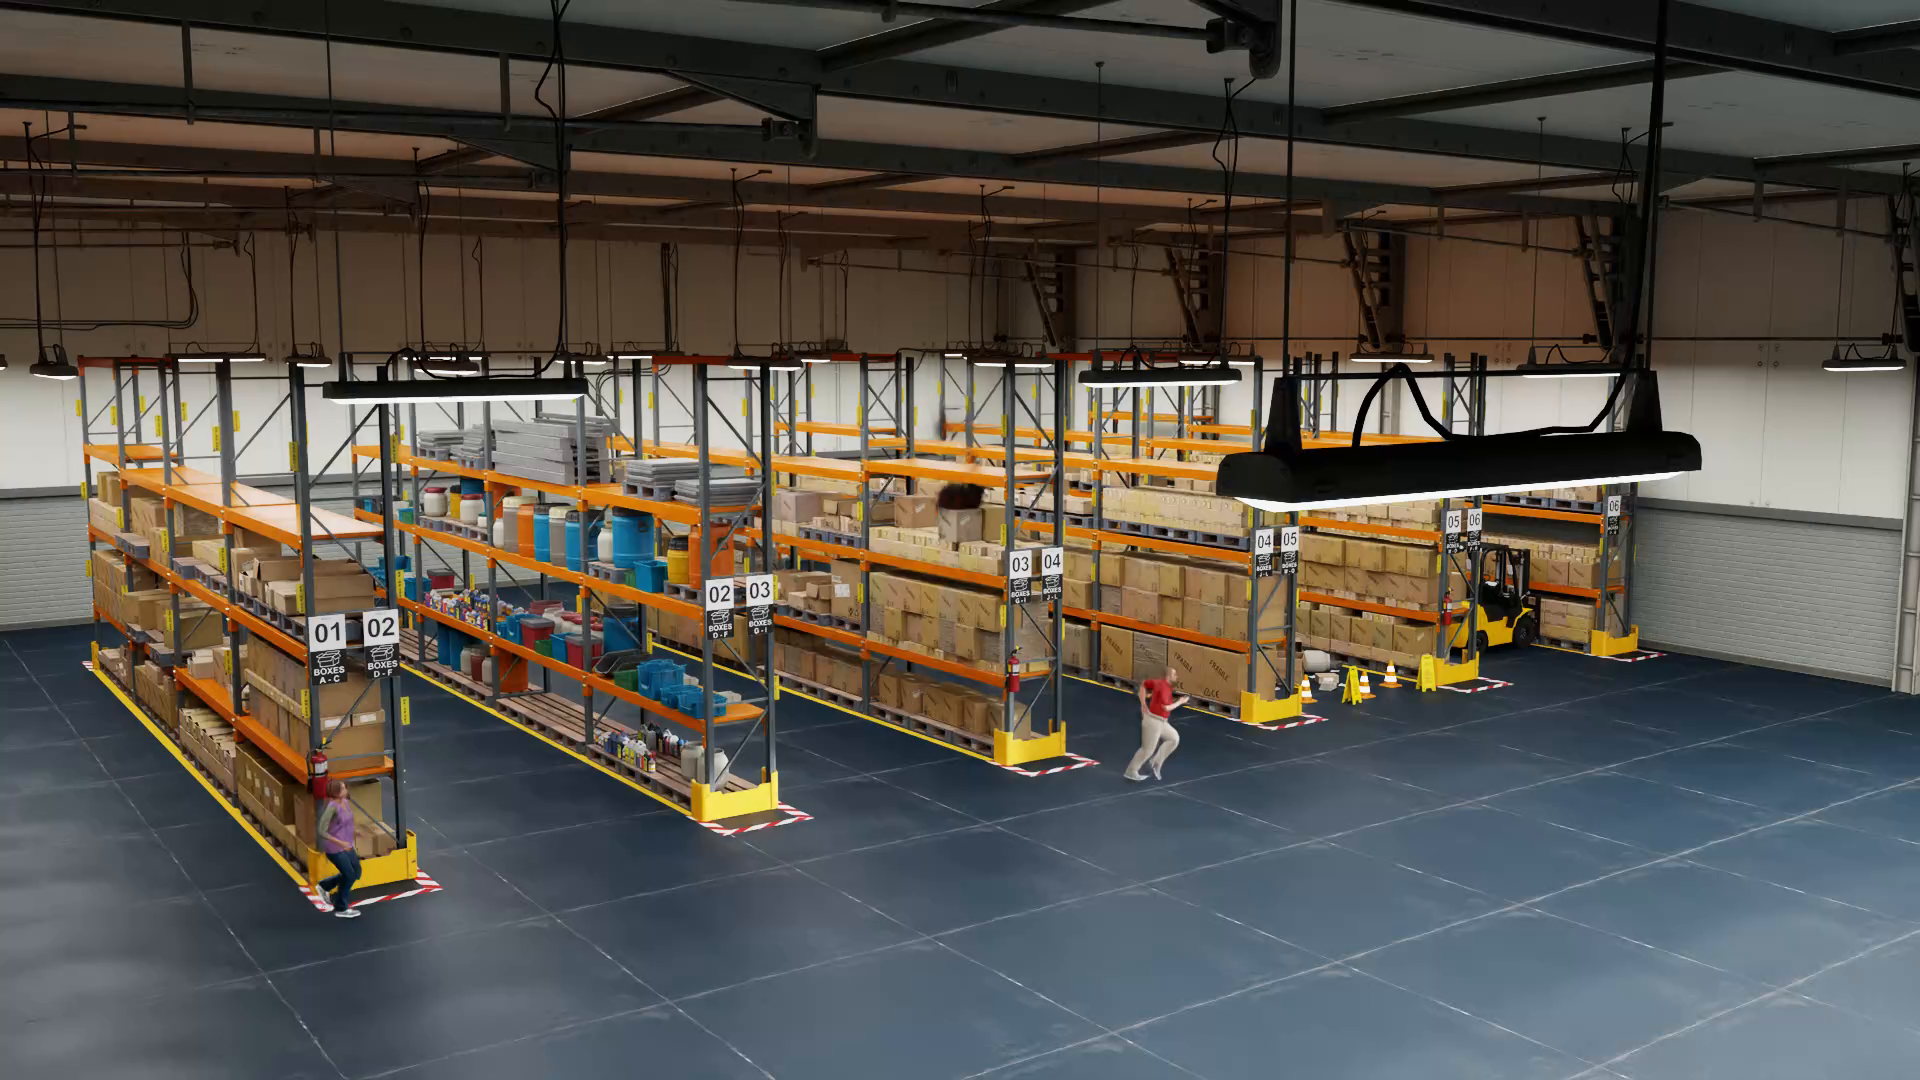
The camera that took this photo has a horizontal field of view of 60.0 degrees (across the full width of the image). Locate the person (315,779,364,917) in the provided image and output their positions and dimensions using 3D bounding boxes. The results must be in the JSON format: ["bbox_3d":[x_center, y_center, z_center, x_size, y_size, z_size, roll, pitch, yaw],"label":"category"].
[{"bbox_3d":[-6.816,3.368,18.149,0.543,1.554,0.523,0,7,4],"label":"person"}]

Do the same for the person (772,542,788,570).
[{"bbox_3d":[-4.552,0.419,41.932,0.672,1.762,0.784,-1,7,-9],"label":"person"}]

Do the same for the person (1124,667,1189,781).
[{"bbox_3d":[2.802,2.627,23.680,0.908,1.671,0.643,1,7,6],"label":"person"}]
